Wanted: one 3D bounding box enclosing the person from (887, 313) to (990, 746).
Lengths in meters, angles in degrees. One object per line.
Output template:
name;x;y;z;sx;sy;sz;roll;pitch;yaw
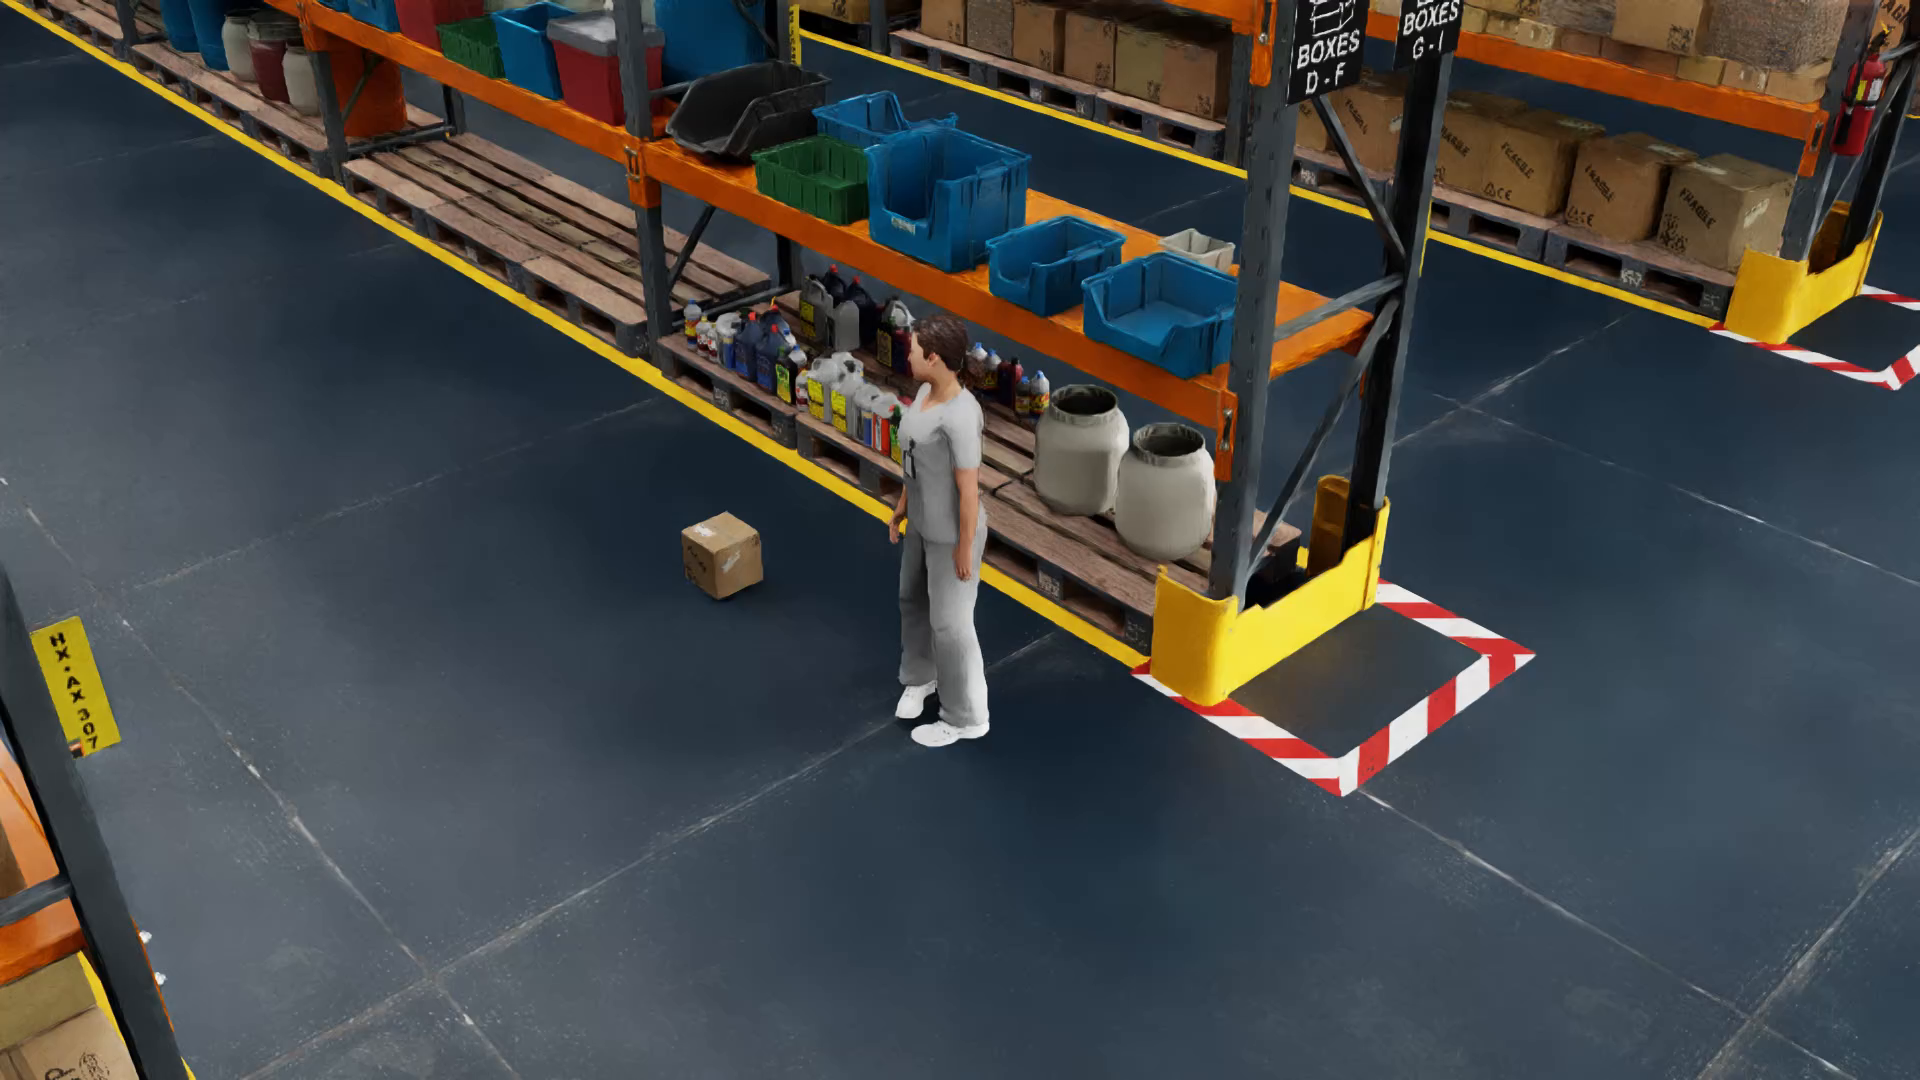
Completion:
person;-0.071;-0.034;6.203;0.397;1.674;0.537;-13;34;-20
